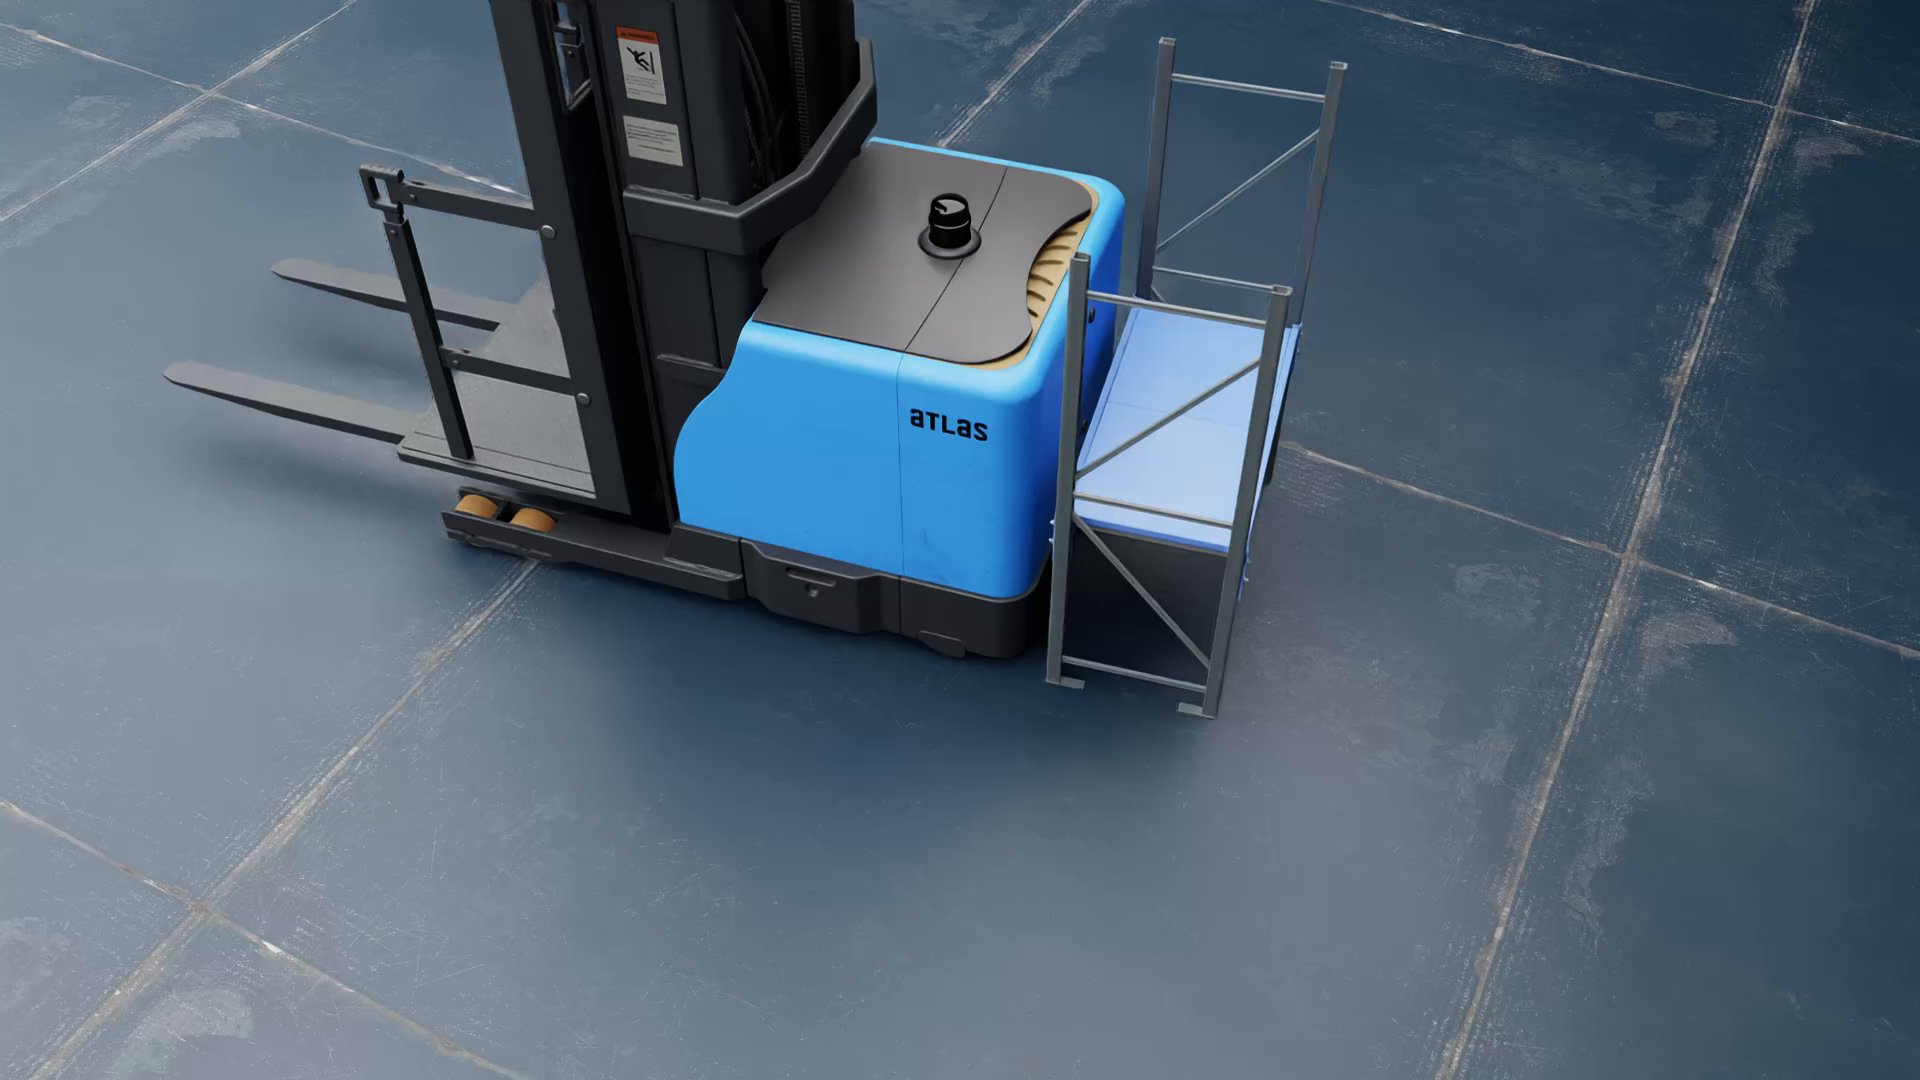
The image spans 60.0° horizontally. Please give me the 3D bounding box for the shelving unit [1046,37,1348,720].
[{"bbox_3d":[0.636,-0.420,4.611,0.538,1.500,1.048,12,46,11],"label":"shelving unit"}]

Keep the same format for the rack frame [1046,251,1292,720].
[{"bbox_3d":[0.494,-0.073,4.268,0.500,1.500,0.032,12,46,11],"label":"rack frame"}]

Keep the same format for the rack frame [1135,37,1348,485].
[{"bbox_3d":[0.777,-0.768,4.954,0.500,1.500,0.032,12,46,11],"label":"rack frame"}]

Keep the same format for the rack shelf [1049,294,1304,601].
[{"bbox_3d":[0.636,-0.294,4.739,0.538,0.185,1.000,12,46,11],"label":"rack shelf"}]

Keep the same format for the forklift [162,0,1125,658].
[{"bbox_3d":[-1.088,-1.308,4.482,3.031,2.935,1.130,13,47,13],"label":"forklift"}]
